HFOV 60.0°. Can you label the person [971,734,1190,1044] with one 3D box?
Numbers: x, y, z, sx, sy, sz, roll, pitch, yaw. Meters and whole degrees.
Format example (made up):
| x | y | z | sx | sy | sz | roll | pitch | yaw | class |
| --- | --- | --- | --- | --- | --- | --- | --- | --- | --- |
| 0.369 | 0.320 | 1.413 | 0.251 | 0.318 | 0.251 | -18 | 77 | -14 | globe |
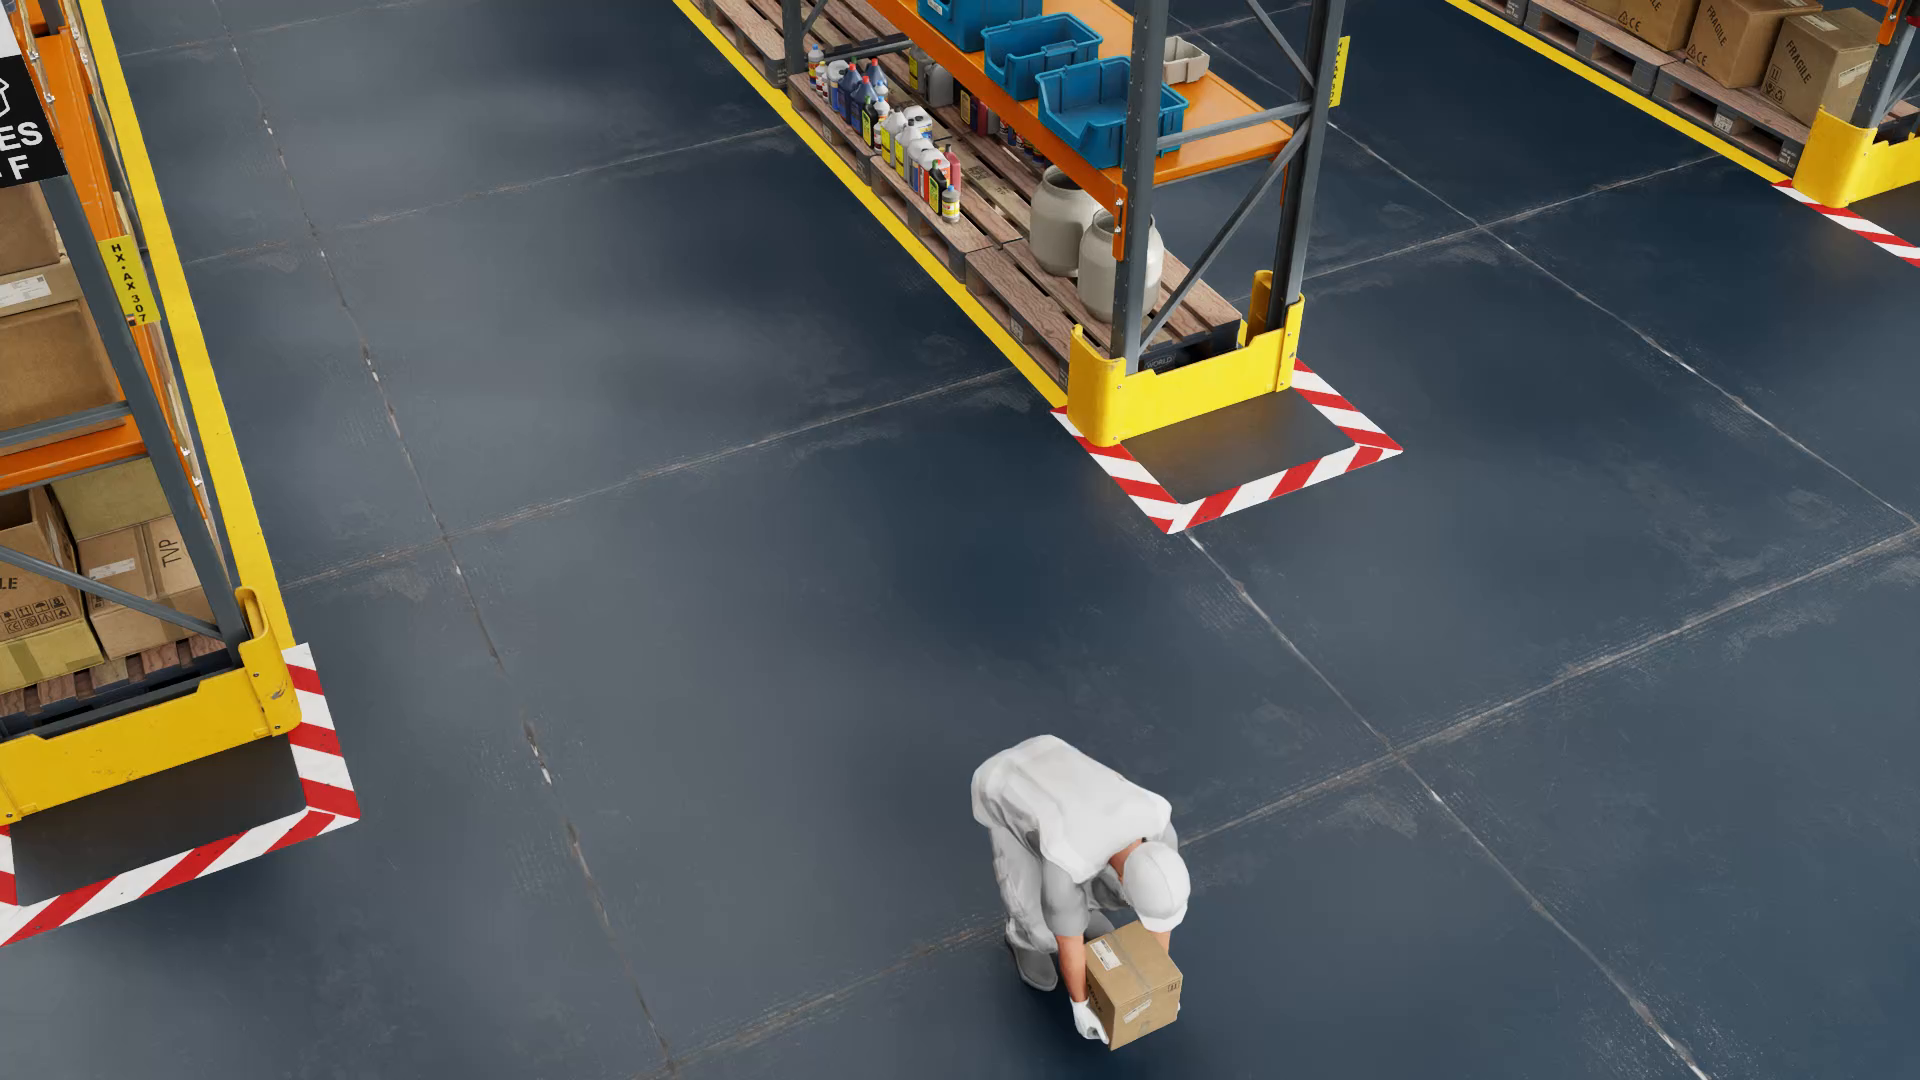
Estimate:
| x | y | z | sx | sy | sz | roll | pitch | yaw | class |
| --- | --- | --- | --- | --- | --- | --- | --- | --- | --- |
| 0.397 | 1.116 | 5.468 | 0.519 | 0.986 | 0.928 | -20 | 45 | -22 | person |
